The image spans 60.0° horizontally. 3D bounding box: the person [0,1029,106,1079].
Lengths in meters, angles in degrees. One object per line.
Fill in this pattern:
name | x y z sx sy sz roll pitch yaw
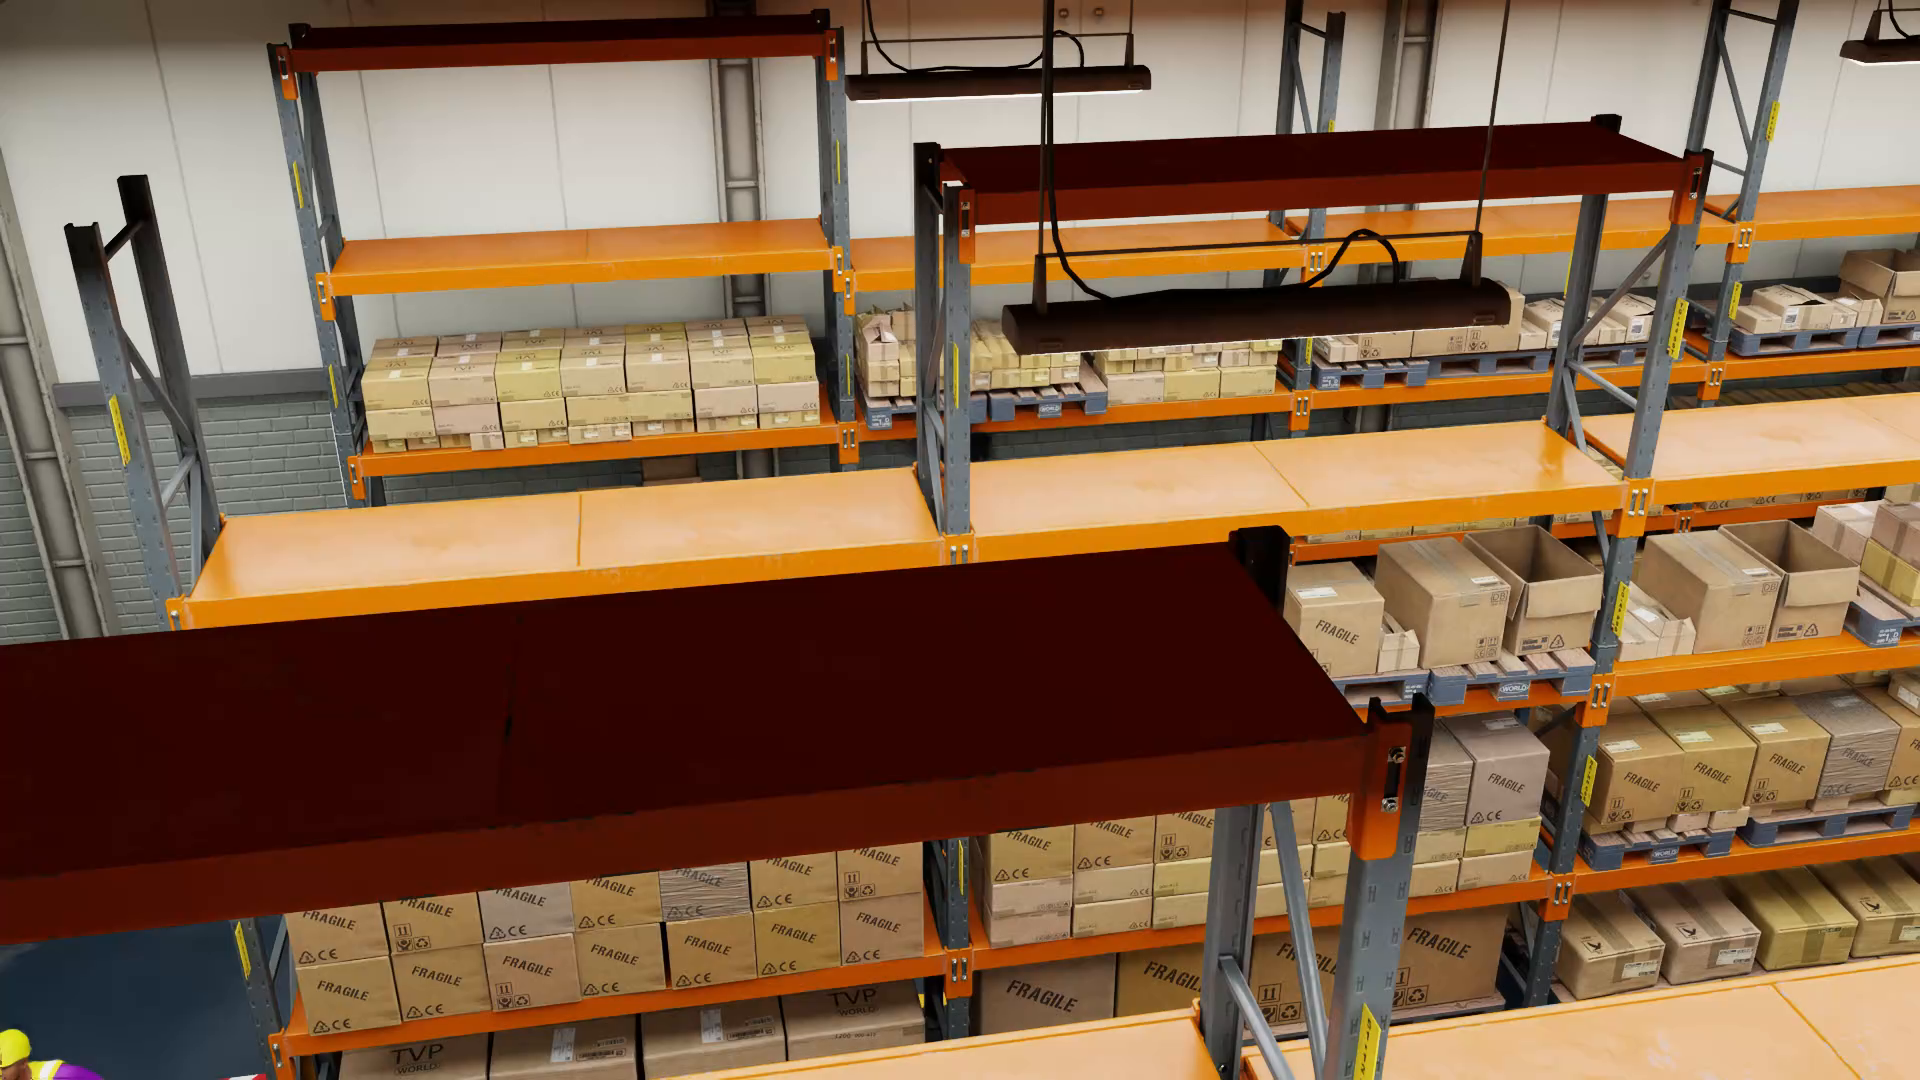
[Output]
person | -5.082 3.403 9.301 0.728 1.729 0.648 -1 26 -1
